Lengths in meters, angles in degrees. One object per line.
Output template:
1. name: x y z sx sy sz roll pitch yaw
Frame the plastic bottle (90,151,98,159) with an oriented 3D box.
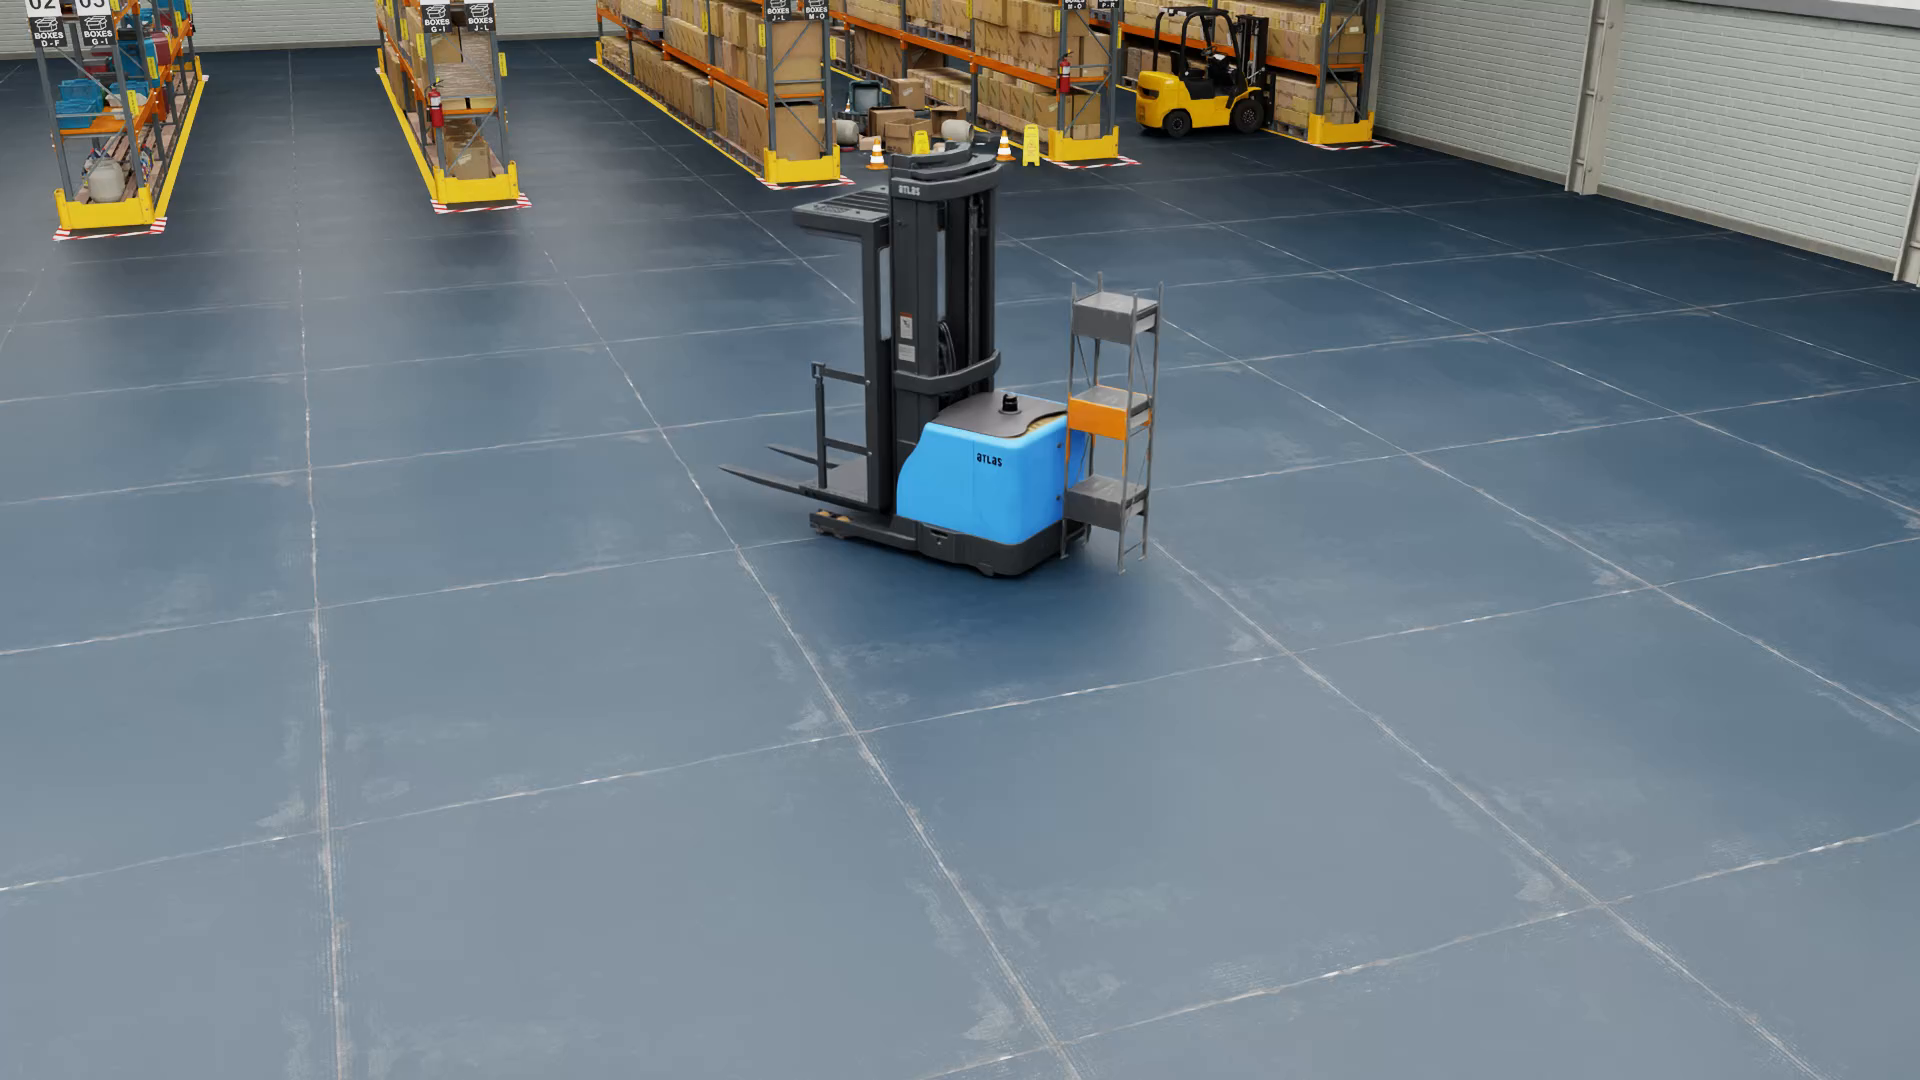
1. plastic bottle: -13.250 -5.783 25.453 0.144 0.351 0.185 -9 25 -21

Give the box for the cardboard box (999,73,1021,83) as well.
1. cardboard box: 0.916 -8.241 29.640 0.380 0.149 0.250 -7 24 -16

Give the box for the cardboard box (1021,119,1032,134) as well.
1. cardboard box: 1.391 -7.178 28.919 0.500 0.250 0.500 -8 24 -19

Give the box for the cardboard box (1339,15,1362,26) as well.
1. cardboard box: 6.828 -9.122 29.183 0.380 0.149 0.250 -9 24 -20

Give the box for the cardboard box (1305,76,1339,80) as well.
1. cardboard box: 6.574 -8.257 30.191 0.500 0.250 0.500 -8 24 -19

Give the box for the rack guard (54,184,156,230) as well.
1. rack guard: -11.871 -4.636 23.105 1.175 0.500 0.348 -8 24 -19

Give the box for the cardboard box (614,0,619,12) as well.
1. cardboard box: -7.348 -11.959 36.750 0.500 0.500 0.500 -9 24 -20

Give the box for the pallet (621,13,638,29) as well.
1. pallet: -6.596 -11.064 35.385 1.003 0.211 1.213 -8 24 -19

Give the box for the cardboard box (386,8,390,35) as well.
1. cardboard box: -11.299 -10.468 33.596 0.500 0.500 0.500 -8 24 -19

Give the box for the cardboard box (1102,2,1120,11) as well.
1. cardboard box: 3.329 -11.659 36.332 0.380 0.149 0.250 -8 24 -18

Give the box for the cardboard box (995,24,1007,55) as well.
1. cardboard box: 0.950 -8.881 29.447 0.500 0.500 0.500 -9 24 -19

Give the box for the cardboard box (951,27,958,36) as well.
1. cardboard box: 0.050 -9.673 31.621 0.380 0.149 0.250 -9 24 -20

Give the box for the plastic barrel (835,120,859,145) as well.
1. plastic barrel: -2.068 -7.154 29.179 0.512 0.421 0.421 8 24 18

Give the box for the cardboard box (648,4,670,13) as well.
1. cardboard box: -5.919 -10.464 32.731 0.380 0.149 0.250 -9 25 -21

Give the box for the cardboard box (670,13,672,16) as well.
1. cardboard box: -5.757 -10.746 34.167 0.380 0.149 0.250 -8 24 -18

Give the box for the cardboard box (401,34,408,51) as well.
1. cardboard box: -9.616 -8.837 29.506 0.500 0.250 0.500 -9 24 -20

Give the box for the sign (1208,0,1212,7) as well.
1. sign: 4.829 -10.361 32.081 0.100 0.325 0.005 -8 24 -19

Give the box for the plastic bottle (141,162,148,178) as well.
1. plastic bottle: -12.270 -5.538 24.974 0.097 0.271 0.097 0 23 0

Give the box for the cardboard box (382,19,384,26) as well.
1. cardboard box: -12.002 -10.943 35.175 0.380 0.149 0.250 -9 24 -20

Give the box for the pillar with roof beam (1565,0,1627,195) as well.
1. pillar with roof beam: 5.436 -8.859 22.182 9.100 9.000 0.400 -8 24 -19

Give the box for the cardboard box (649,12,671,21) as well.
1. cardboard box: -5.918 -10.329 32.793 0.380 0.149 0.250 -8 24 -18

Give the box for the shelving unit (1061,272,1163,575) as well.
1. shelving unit: 1.086 -0.829 12.003 0.503 2.100 0.431 16 28 31

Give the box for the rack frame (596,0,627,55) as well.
1. rack frame: -8.143 -12.904 39.503 1.000 3.000 0.127 -8 24 -19

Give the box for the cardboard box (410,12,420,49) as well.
1. cardboard box: -8.305 -7.982 26.026 0.500 0.500 0.500 -8 24 -19

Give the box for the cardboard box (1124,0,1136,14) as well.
1. cardboard box: 3.825 -11.358 35.385 0.500 0.250 0.500 -8 24 -19

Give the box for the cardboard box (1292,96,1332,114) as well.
1. cardboard box: 6.282 -7.779 29.700 0.500 0.250 0.500 -9 24 -20

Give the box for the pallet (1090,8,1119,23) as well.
1. pallet: 3.615 -11.543 36.522 1.213 0.211 1.003 -8 24 -19

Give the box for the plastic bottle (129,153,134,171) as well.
1. plastic bottle: -12.778 -5.874 25.765 0.152 0.276 0.135 -8 24 -19

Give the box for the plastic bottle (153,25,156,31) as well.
1. plastic bottle: -15.478 -9.728 32.032 0.144 0.351 0.185 -8 24 -19

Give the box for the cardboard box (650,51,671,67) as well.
1. cardboard box: -5.993 -9.778 33.800 0.500 0.250 0.500 -8 24 -18

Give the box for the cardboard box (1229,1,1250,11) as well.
1. cardboard box: 5.362 -10.187 31.710 0.380 0.149 0.250 -8 24 -18

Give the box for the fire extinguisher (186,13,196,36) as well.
1. fire extinguisher: -17.081 -11.490 36.728 0.296 0.674 0.183 -8 24 -19

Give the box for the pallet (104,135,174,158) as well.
1. pallet: -13.962 -6.659 28.277 1.003 0.211 1.213 -8 24 -19

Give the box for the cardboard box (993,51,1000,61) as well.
1. cardboard box: 0.817 -8.713 29.885 0.380 0.149 0.250 -8 24 -17

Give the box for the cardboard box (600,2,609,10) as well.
1. cardboard box: -8.162 -12.433 38.710 0.380 0.149 0.250 -9 24 -20

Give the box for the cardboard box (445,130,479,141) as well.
1. cardboard box: -7.818 -6.160 26.180 0.500 0.500 0.500 -6 24 -14

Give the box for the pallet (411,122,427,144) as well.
1. pallet: -9.291 -7.341 29.896 1.003 0.211 1.213 -8 24 -19

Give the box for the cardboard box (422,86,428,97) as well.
1. cardboard box: -8.089 -6.936 25.668 0.380 0.149 0.250 -8 24 -19

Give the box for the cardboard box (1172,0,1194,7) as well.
1. cardboard box: 4.526 -10.840 33.644 0.380 0.149 0.250 -8 24 -19

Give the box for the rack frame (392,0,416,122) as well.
1. rack frame: -9.993 -9.353 31.079 1.000 3.000 0.127 -8 24 -19

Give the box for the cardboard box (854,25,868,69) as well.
1. cardboard box: -1.841 -11.166 37.576 0.875 0.875 0.875 -8 24 -17

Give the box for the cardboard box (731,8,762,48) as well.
1. cardboard box: -3.246 -8.381 27.189 0.875 0.550 0.500 -8 24 -19

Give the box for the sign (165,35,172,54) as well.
1. sign: -14.114 -8.827 29.620 0.100 0.325 0.005 -8 24 -19

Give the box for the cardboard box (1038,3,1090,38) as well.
1. cardboard box: 1.720 -8.605 27.506 0.700 0.500 0.500 -9 24 -20

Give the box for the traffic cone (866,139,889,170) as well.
1. traffic cone: -1.350 -6.309 27.122 0.336 0.463 0.334 -8 24 -19

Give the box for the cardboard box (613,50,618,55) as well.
1. cardboard box: -7.813 -11.319 38.491 0.380 0.149 0.250 -10 25 -22

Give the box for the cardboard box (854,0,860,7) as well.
1. cardboard box: -2.033 -11.943 36.773 0.500 0.250 0.500 -8 24 -18

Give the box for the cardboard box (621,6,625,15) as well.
1. cardboard box: -7.021 -11.322 35.532 0.380 0.149 0.250 -10 25 -22

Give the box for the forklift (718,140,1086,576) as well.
1. forklift: -0.551 -1.517 12.574 3.031 2.935 1.130 15 27 32

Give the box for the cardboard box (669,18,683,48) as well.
1. cardboard box: -5.229 -9.658 31.674 0.500 0.500 0.500 -9 24 -19

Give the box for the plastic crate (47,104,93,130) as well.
1. plastic crate: -12.257 -5.839 22.933 0.499 0.251 0.616 -8 24 -19
